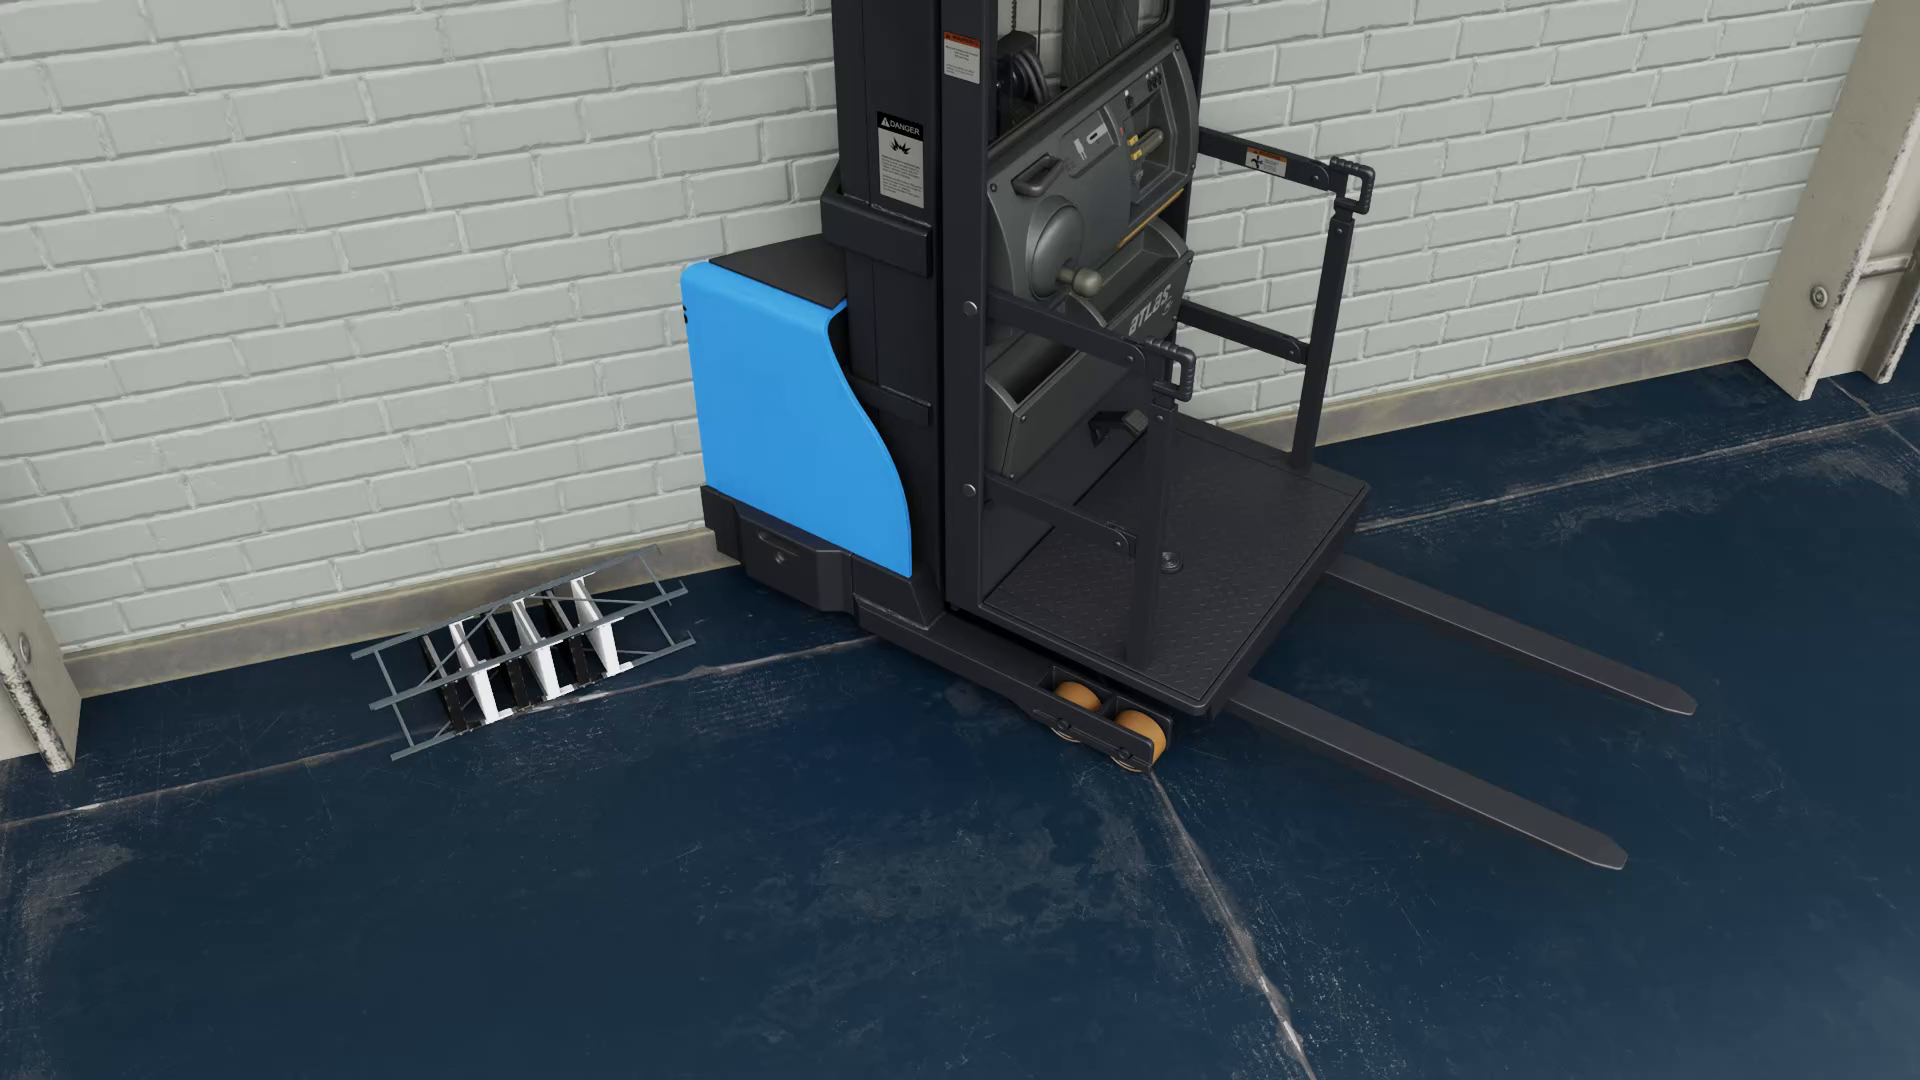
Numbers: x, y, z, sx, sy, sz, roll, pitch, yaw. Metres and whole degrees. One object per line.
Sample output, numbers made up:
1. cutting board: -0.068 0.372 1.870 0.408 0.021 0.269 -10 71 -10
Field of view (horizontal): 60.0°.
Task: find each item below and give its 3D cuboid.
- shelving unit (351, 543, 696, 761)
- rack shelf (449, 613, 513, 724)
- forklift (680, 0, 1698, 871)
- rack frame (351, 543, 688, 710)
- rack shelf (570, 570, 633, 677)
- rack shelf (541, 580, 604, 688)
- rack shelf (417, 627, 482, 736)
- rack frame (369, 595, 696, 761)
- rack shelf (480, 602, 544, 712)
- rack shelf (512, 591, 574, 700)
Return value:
1. shelving unit: -1.226 0.308 4.732 0.900 0.210 0.258 -21 45 -22
2. rack shelf: -1.353 0.357 4.678 0.077 0.200 0.258 -21 45 -22
3. forklift: 0.518 -0.876 4.025 3.031 2.935 1.130 24 46 25
4. rack frame: -1.227 0.232 4.665 0.900 0.006 0.240 -21 45 -22
5. rack shelf: -1.042 0.236 4.811 0.077 0.200 0.258 -21 45 -22
6. rack shelf: -1.119 0.266 4.778 0.077 0.200 0.258 -21 45 -22
7. rack shelf: -1.431 0.388 4.644 0.077 0.200 0.258 -21 45 -22
8. rack frame: -1.225 0.384 4.799 0.900 0.006 0.240 -21 45 -22
9. rack shelf: -1.275 0.327 4.711 0.077 0.200 0.258 -21 45 -22
10. rack shelf: -1.197 0.297 4.745 0.077 0.200 0.258 -21 45 -22
